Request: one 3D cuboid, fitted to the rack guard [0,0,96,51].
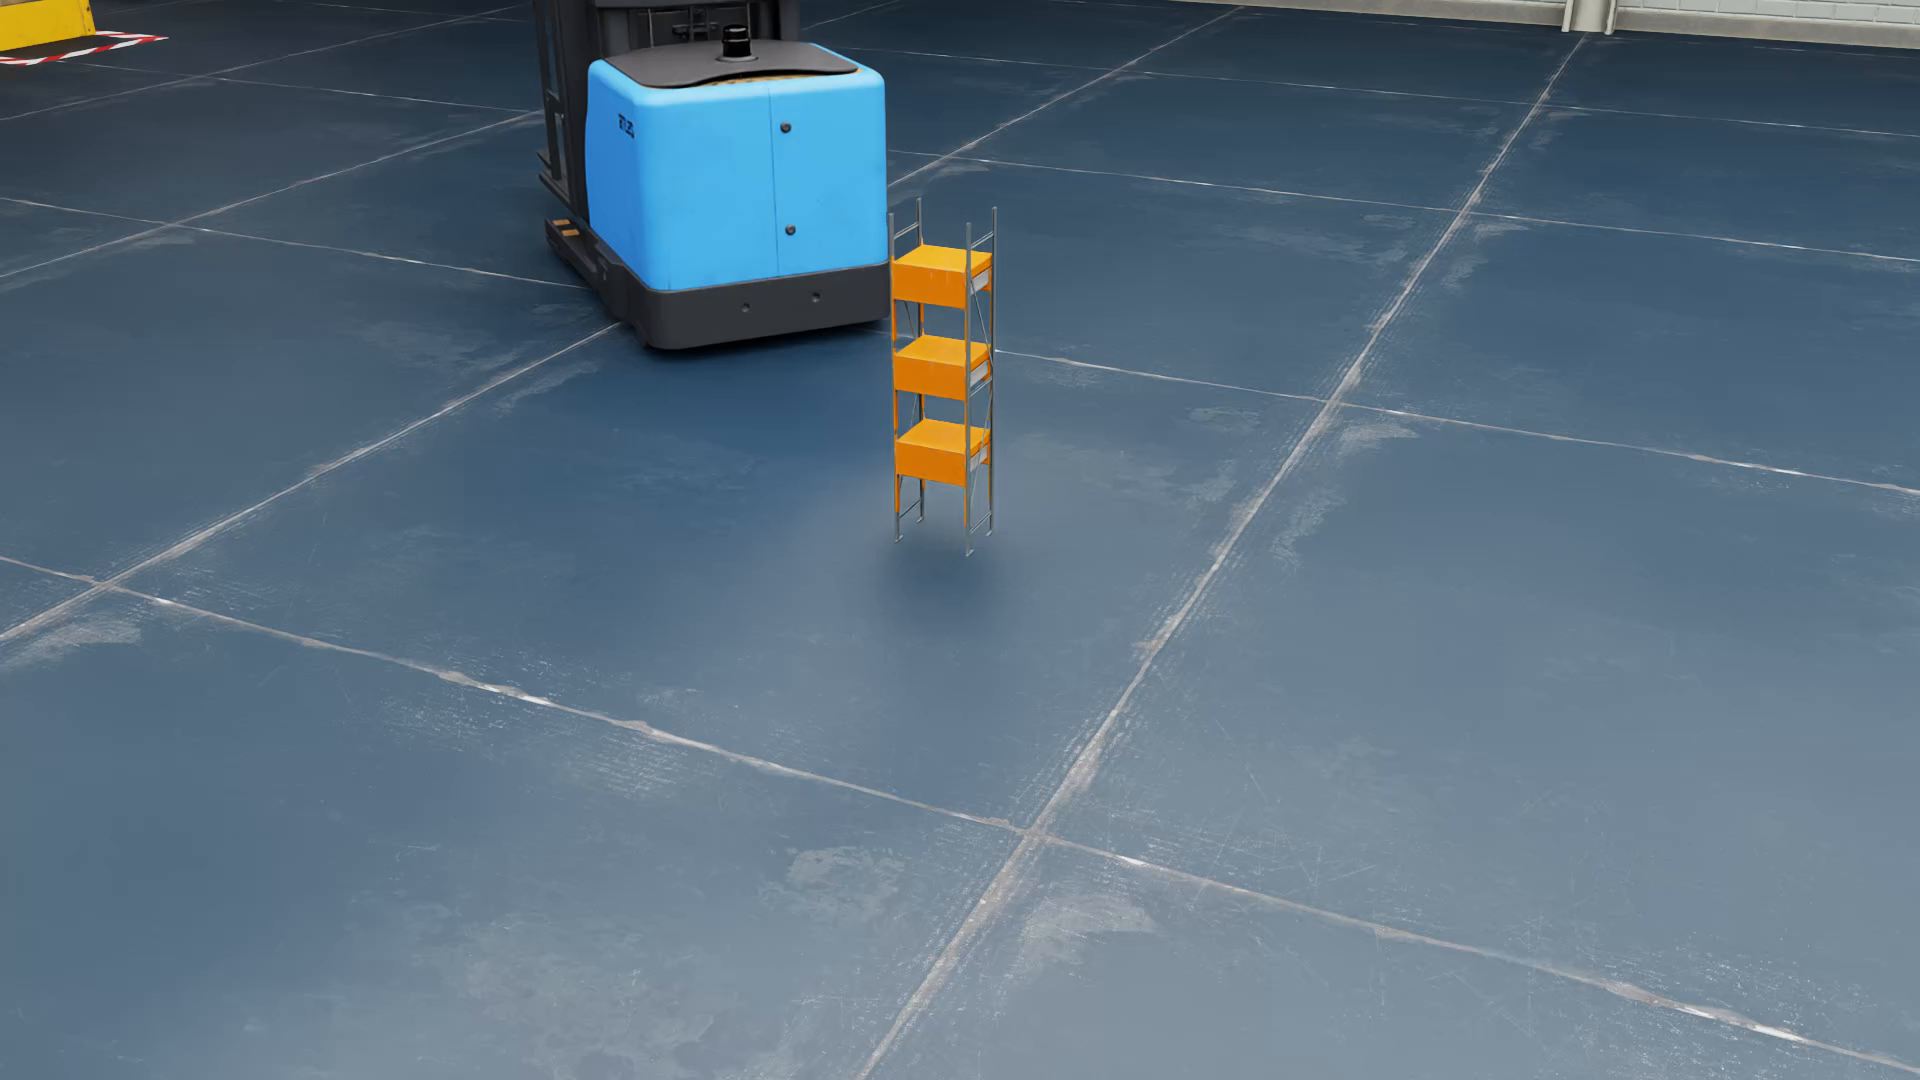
[{"bbox_3d":[-7.523,-4.216,13.247,0.348,0.500,1.175,11,28,22],"label":"rack guard"}]

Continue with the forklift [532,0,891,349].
[{"bbox_3d":[-1.361,-2.698,7.411,1.130,2.935,3.031,-12,28,-22],"label":"forklift"}]

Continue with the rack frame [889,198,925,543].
[{"bbox_3d":[-0.160,-0.503,5.083,0.008,1.050,0.200,11,28,22],"label":"rack frame"}]

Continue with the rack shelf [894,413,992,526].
[{"bbox_3d":[-0.049,-0.222,5.165,0.240,0.259,0.215,11,28,22],"label":"rack shelf"}]

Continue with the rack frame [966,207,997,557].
[{"bbox_3d":[0.062,-0.458,4.993,0.008,1.050,0.200,11,28,22],"label":"rack frame"}]

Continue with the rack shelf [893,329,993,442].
[{"bbox_3d":[-0.049,-0.471,5.043,0.240,0.259,0.215,11,28,22],"label":"rack shelf"}]

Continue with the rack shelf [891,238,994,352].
[{"bbox_3d":[-0.049,-0.726,4.917,0.240,0.259,0.215,11,28,22],"label":"rack shelf"}]

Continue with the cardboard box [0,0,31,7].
[{"bbox_3d":[-8.074,-4.537,13.706,0.500,0.250,0.500,11,28,21],"label":"cardboard box"}]

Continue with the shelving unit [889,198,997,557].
[{"bbox_3d":[-0.049,-0.481,5.038,0.252,1.050,0.215,11,28,22],"label":"shelving unit"}]

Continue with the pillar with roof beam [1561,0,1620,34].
[{"bbox_3d":[3.478,-6.576,8.419,0.400,9.000,9.100,11,28,22],"label":"pillar with roof beam"}]
